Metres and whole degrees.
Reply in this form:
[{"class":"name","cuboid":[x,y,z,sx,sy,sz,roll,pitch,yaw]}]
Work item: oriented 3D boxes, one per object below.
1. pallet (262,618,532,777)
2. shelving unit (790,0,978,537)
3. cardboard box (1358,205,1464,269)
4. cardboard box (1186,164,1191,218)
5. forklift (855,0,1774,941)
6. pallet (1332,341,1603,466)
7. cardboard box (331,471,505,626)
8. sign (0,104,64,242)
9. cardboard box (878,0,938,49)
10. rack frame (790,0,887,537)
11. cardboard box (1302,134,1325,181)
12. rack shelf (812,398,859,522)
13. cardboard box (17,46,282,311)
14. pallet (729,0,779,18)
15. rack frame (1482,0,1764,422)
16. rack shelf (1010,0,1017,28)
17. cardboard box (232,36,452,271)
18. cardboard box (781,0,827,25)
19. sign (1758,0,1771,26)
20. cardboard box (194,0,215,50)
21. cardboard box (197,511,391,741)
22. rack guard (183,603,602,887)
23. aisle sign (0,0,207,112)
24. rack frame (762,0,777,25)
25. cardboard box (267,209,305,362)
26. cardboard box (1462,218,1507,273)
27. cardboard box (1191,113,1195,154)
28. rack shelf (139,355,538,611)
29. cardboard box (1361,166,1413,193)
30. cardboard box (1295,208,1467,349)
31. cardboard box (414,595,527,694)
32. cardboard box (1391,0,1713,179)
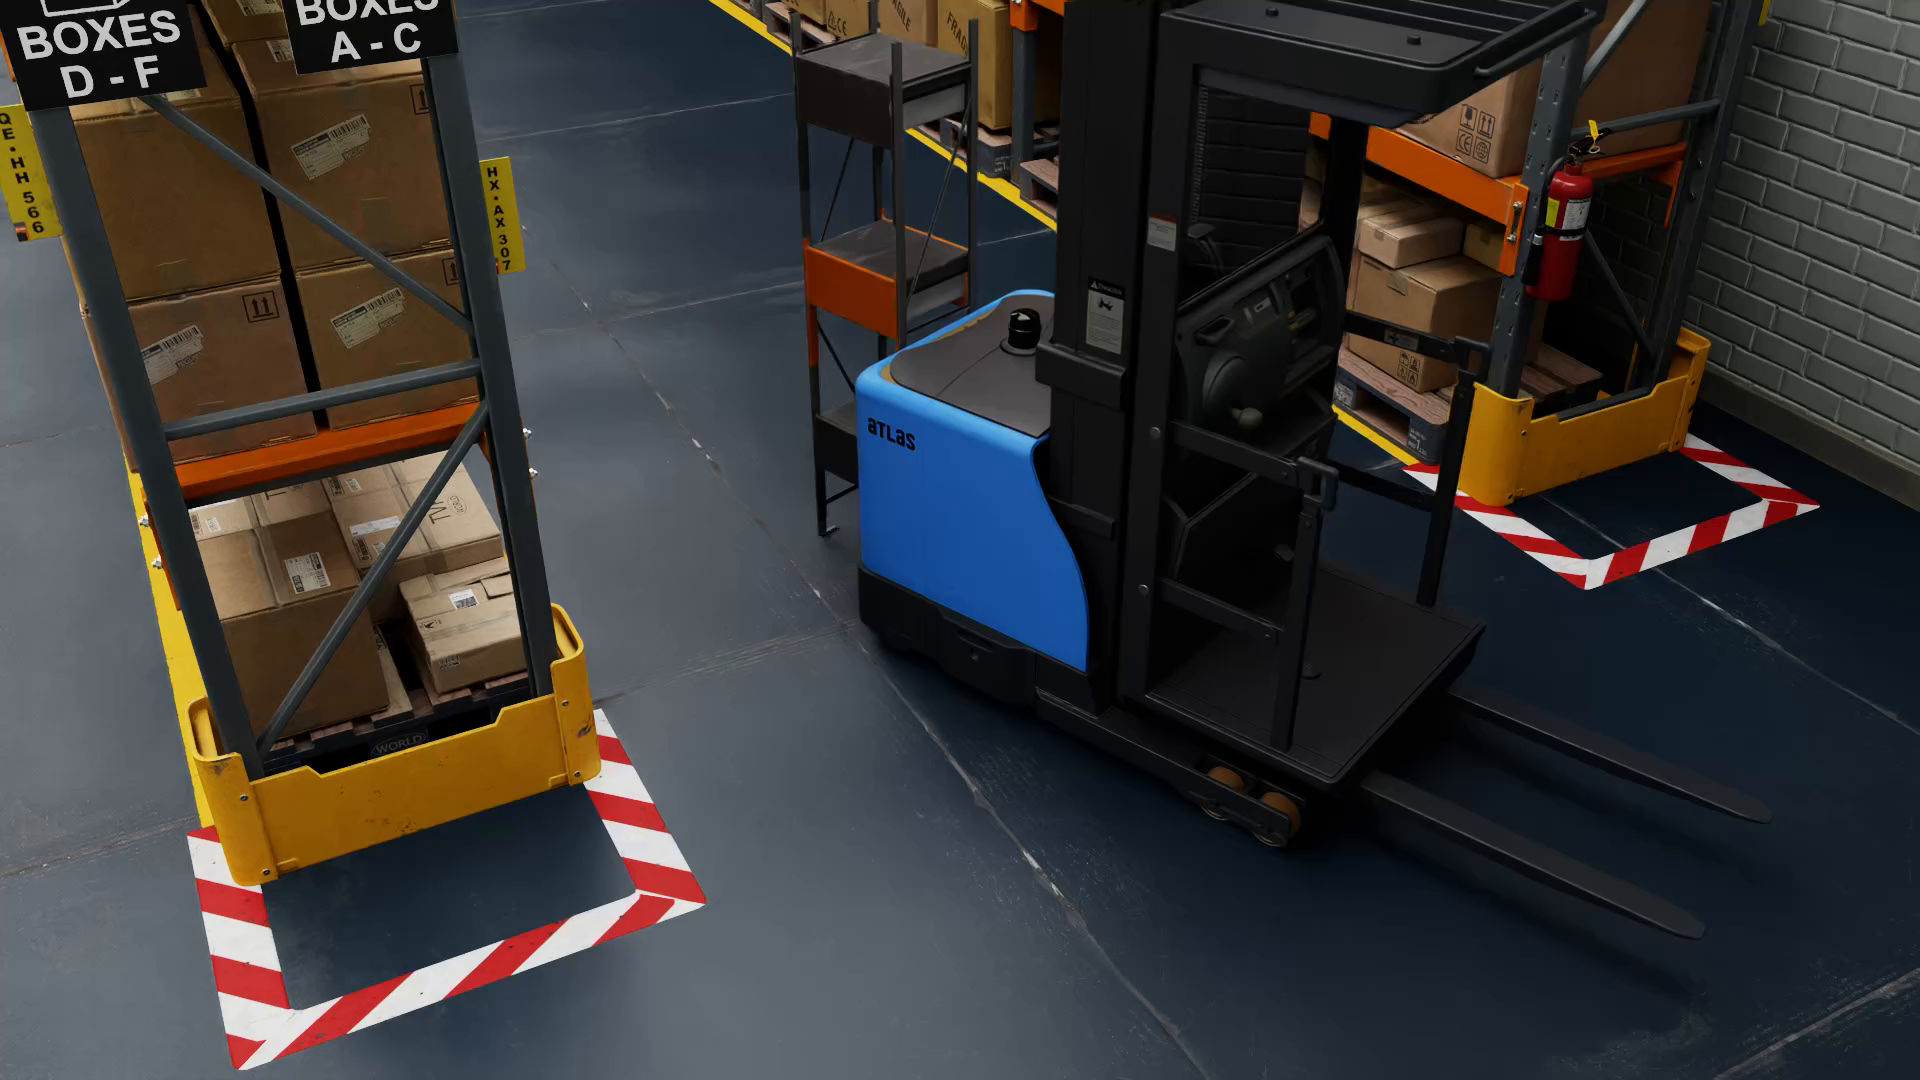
[{"class":"pallet","cuboid":[-2.145,0.376,5.967,1.003,0.211,1.213,-16,36,-23]},{"class":"shelving unit","cuboid":[-0.258,-0.886,6.187,0.503,2.100,0.431,27,41,35]},{"class":"cardboard box","cuboid":[2.008,-1.351,7.405,0.380,0.149,0.250,-16,36,-24]},{"class":"cardboard box","cuboid":[1.505,-1.794,8.697,0.700,0.500,0.500,-15,36,-22]},{"class":"forklift","cuboid":[1.088,-0.594,4.959,3.031,2.935,1.130,24,40,32]},{"class":"pallet","cuboid":[2.201,-0.817,7.829,1.003,0.211,1.213,-16,36,-23]},{"class":"cardboard box","cuboid":[-1.973,0.022,6.077,0.500,0.250,0.500,-16,36,-23]},{"class":"sign","cuboid":[-2.237,-0.872,3.964,0.100,0.325,0.005,-16,36,-23]},{"class":"cardboard box","cuboid":[-0.057,-3.511,11.053,0.750,0.750,0.750,-15,35,-22]},{"class":"rack frame","cuboid":[-0.435,-0.977,6.328,0.015,2.100,0.400,27,41,35]},{"class":"cardboard box","cuboid":[1.871,-1.931,8.310,0.380,0.149,0.250,-15,36,-23]},{"class":"rack shelf","cuboid":[-0.258,-0.285,6.572,0.480,0.518,0.431,27,41,35]},{"class":"cardboard box","cuboid":[-2.188,-0.988,4.492,0.500,0.500,0.500,-16,36,-24]},{"class":"pallet","cuboid":[-1.450,-4.646,13.806,1.003,0.211,1.213,-16,36,-23]},{"class":"rack frame","cuboid":[2.643,-1.629,6.512,1.000,3.000,0.127,-16,36,-23]},{"class":"rack shelf","cuboid":[-0.154,-4.190,11.176,1.077,0.370,4.000,-16,36,-23]},{"class":"cardboard box","cuboid":[-1.711,-1.123,4.702,0.500,0.500,0.500,-15,35,-22]},{"class":"cardboard box","cuboid":[-0.860,-4.335,12.339,0.750,0.750,0.750,-16,36,-24]},{"class":"sign","cuboid":[3.137,-2.164,6.471,0.100,0.325,0.005,-16,36,-23]},{"class":"cardboard box","cuboid":[-2.190,-1.610,5.463,0.500,0.500,0.500,-15,36,-22]},{"class":"cardboard box","cuboid":[-2.209,0.288,5.429,0.500,0.500,0.500,-16,36,-23]},{"class":"rack guard","cuboid":[-1.773,0.635,5.296,1.175,0.500,0.348,-16,36,-23]},{"class":"aisle sign","cuboid":[-1.976,-1.366,3.692,0.394,0.787,0.004,-16,36,-23]},{"class":"rack frame","cuboid":[-1.087,-5.447,12.471,1.000,3.000,0.127,-16,36,-23]},{"class":"cardboard box","cuboid":[-1.956,-0.946,5.354,0.500,0.500,0.500,-16,36,-24]},{"class":"cardboard box","cuboid":[2.464,-1.326,7.366,0.380,0.149,0.250,-16,36,-23]},{"class":"cardboard box","cuboid":[1.278,-2.094,8.565,0.380,0.149,0.250,-17,36,-24]},{"class":"rack shelf","cuboid":[-2.670,-1.033,6.249,1.077,0.370,4.000,-16,36,-23]},{"class":"cardboard box","cuboid":[2.111,-1.687,7.929,0.380,0.149,0.250,-16,36,-23]},{"class":"cardboard box","cuboid":[1.995,-1.301,7.928,0.700,0.500,0.500,-16,36,-23]},{"class":"cardboard box","cuboid":[-1.628,0.348,5.662,0.380,0.149,0.250,-16,36,-23]},{"class":"cardboard box","cuboid":[2.397,-1.996,6.807,0.980,0.700,0.700,-14,35,-21]}]
